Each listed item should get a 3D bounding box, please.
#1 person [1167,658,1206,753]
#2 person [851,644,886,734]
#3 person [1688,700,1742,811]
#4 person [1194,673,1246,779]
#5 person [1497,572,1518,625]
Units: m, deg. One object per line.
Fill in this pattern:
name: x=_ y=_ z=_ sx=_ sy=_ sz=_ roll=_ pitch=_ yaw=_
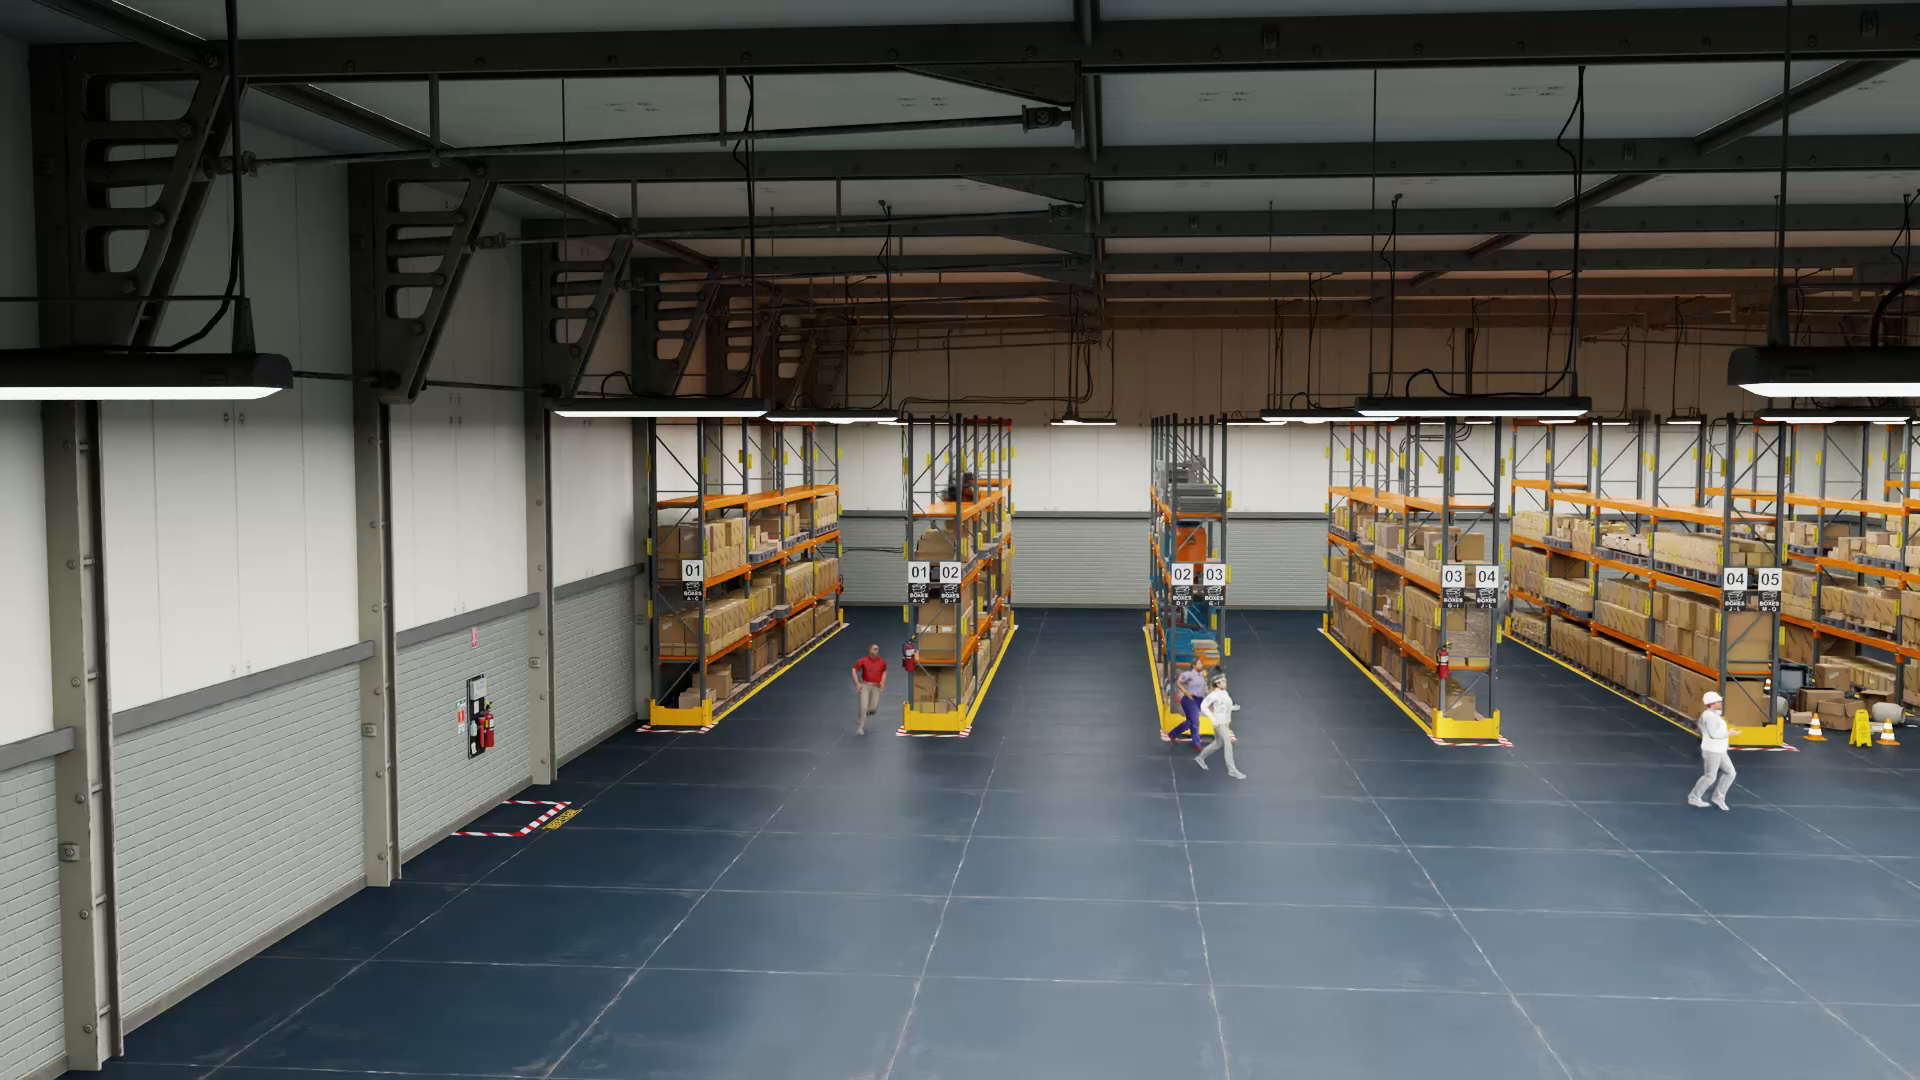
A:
person: x=4.142 y=2.930 z=29.721 sx=0.864 sy=1.656 sz=0.616 roll=3 pitch=5 yaw=38
person: x=-1.711 y=2.794 z=31.411 sx=0.703 sy=1.675 sz=0.581 roll=-2 pitch=4 yaw=-21
person: x=11.286 y=3.195 z=24.846 sx=0.711 sy=1.763 sz=0.637 roll=2 pitch=5 yaw=32
person: x=4.264 y=3.017 z=27.264 sx=0.938 sy=1.684 sz=0.608 roll=2 pitch=4 yaw=30
person: x=15.670 y=1.716 z=47.438 sx=0.962 sy=1.633 sz=0.684 roll=0 pitch=4 yaw=7
